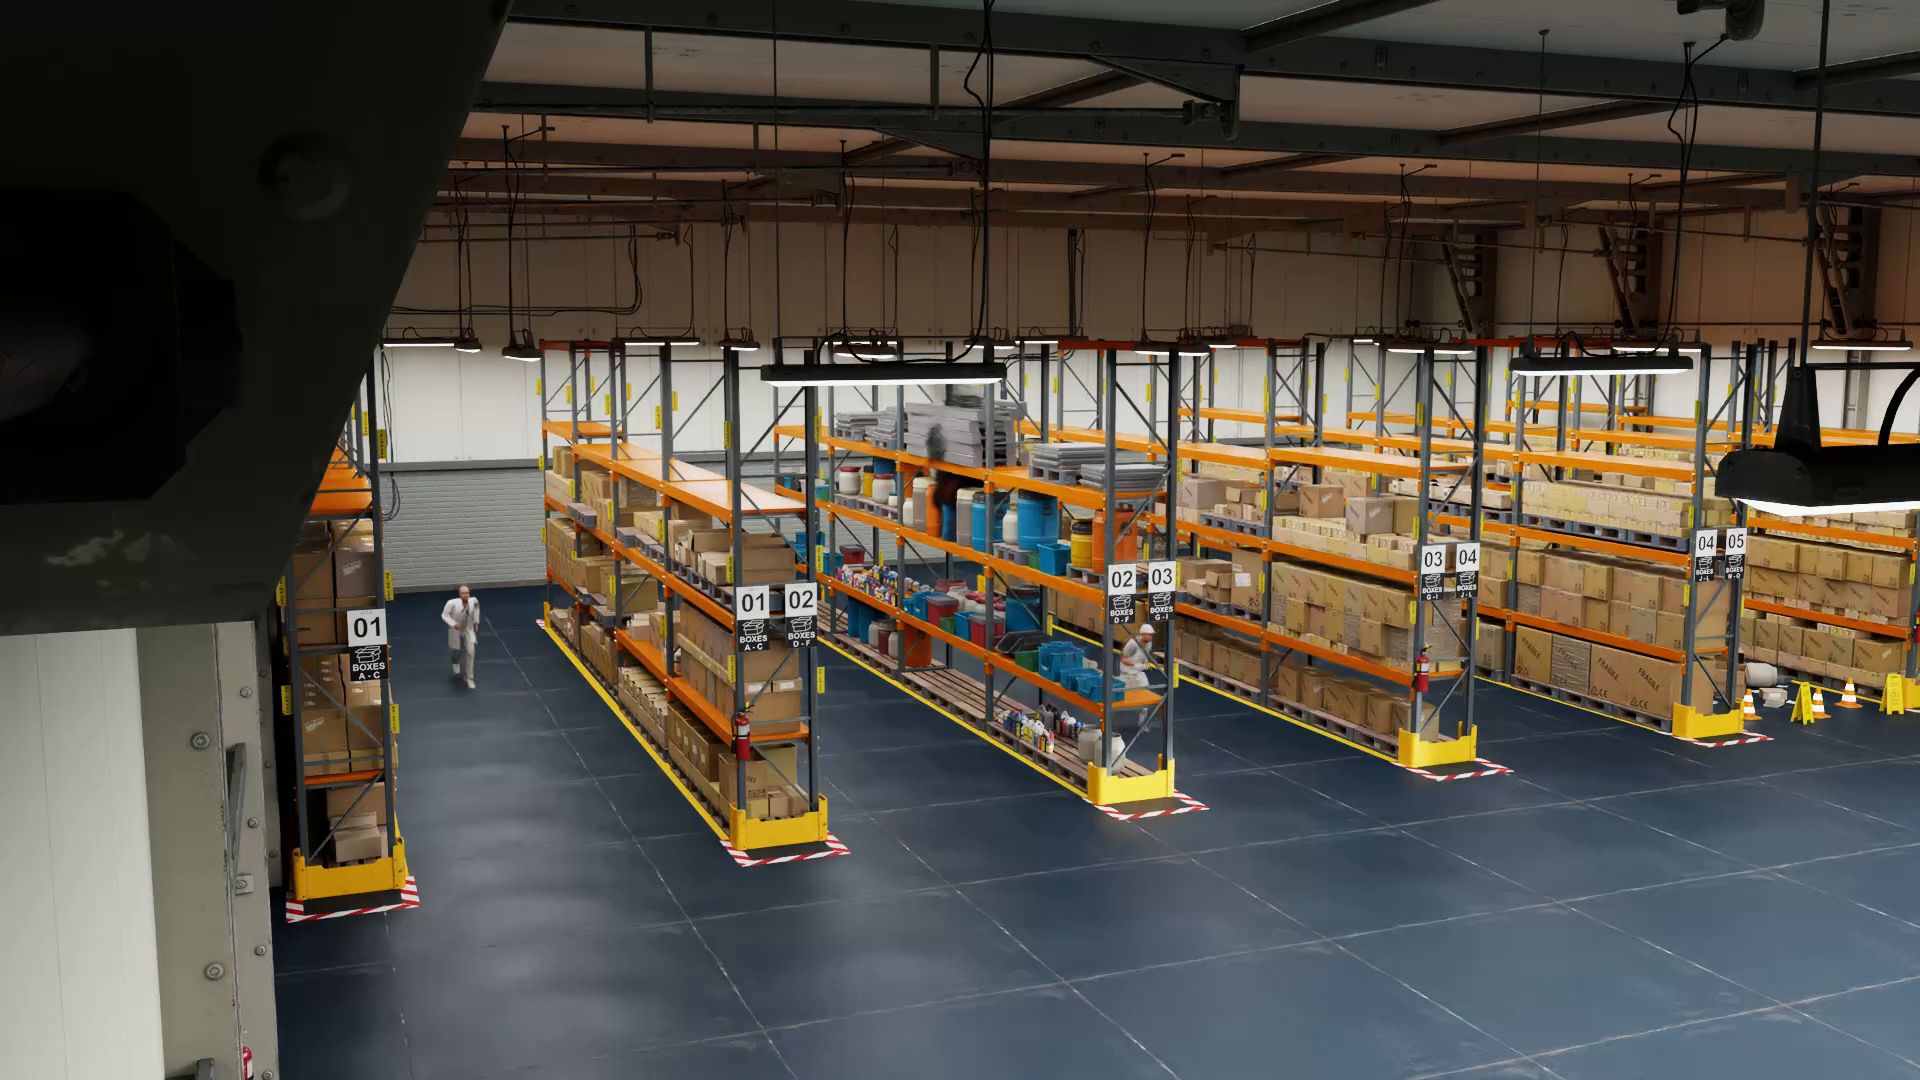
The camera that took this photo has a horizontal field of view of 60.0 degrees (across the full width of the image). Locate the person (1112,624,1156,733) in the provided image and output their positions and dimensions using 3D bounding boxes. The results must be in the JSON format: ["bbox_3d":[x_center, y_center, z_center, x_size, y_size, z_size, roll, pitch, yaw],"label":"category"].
[{"bbox_3d":[2.660,2.124,26.111,0.703,1.734,1.052,-7,10,-43],"label":"person"}]

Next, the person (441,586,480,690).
[{"bbox_3d":[-8.781,1.667,29.280,0.712,1.778,1.188,-4,9,-30],"label":"person"}]
